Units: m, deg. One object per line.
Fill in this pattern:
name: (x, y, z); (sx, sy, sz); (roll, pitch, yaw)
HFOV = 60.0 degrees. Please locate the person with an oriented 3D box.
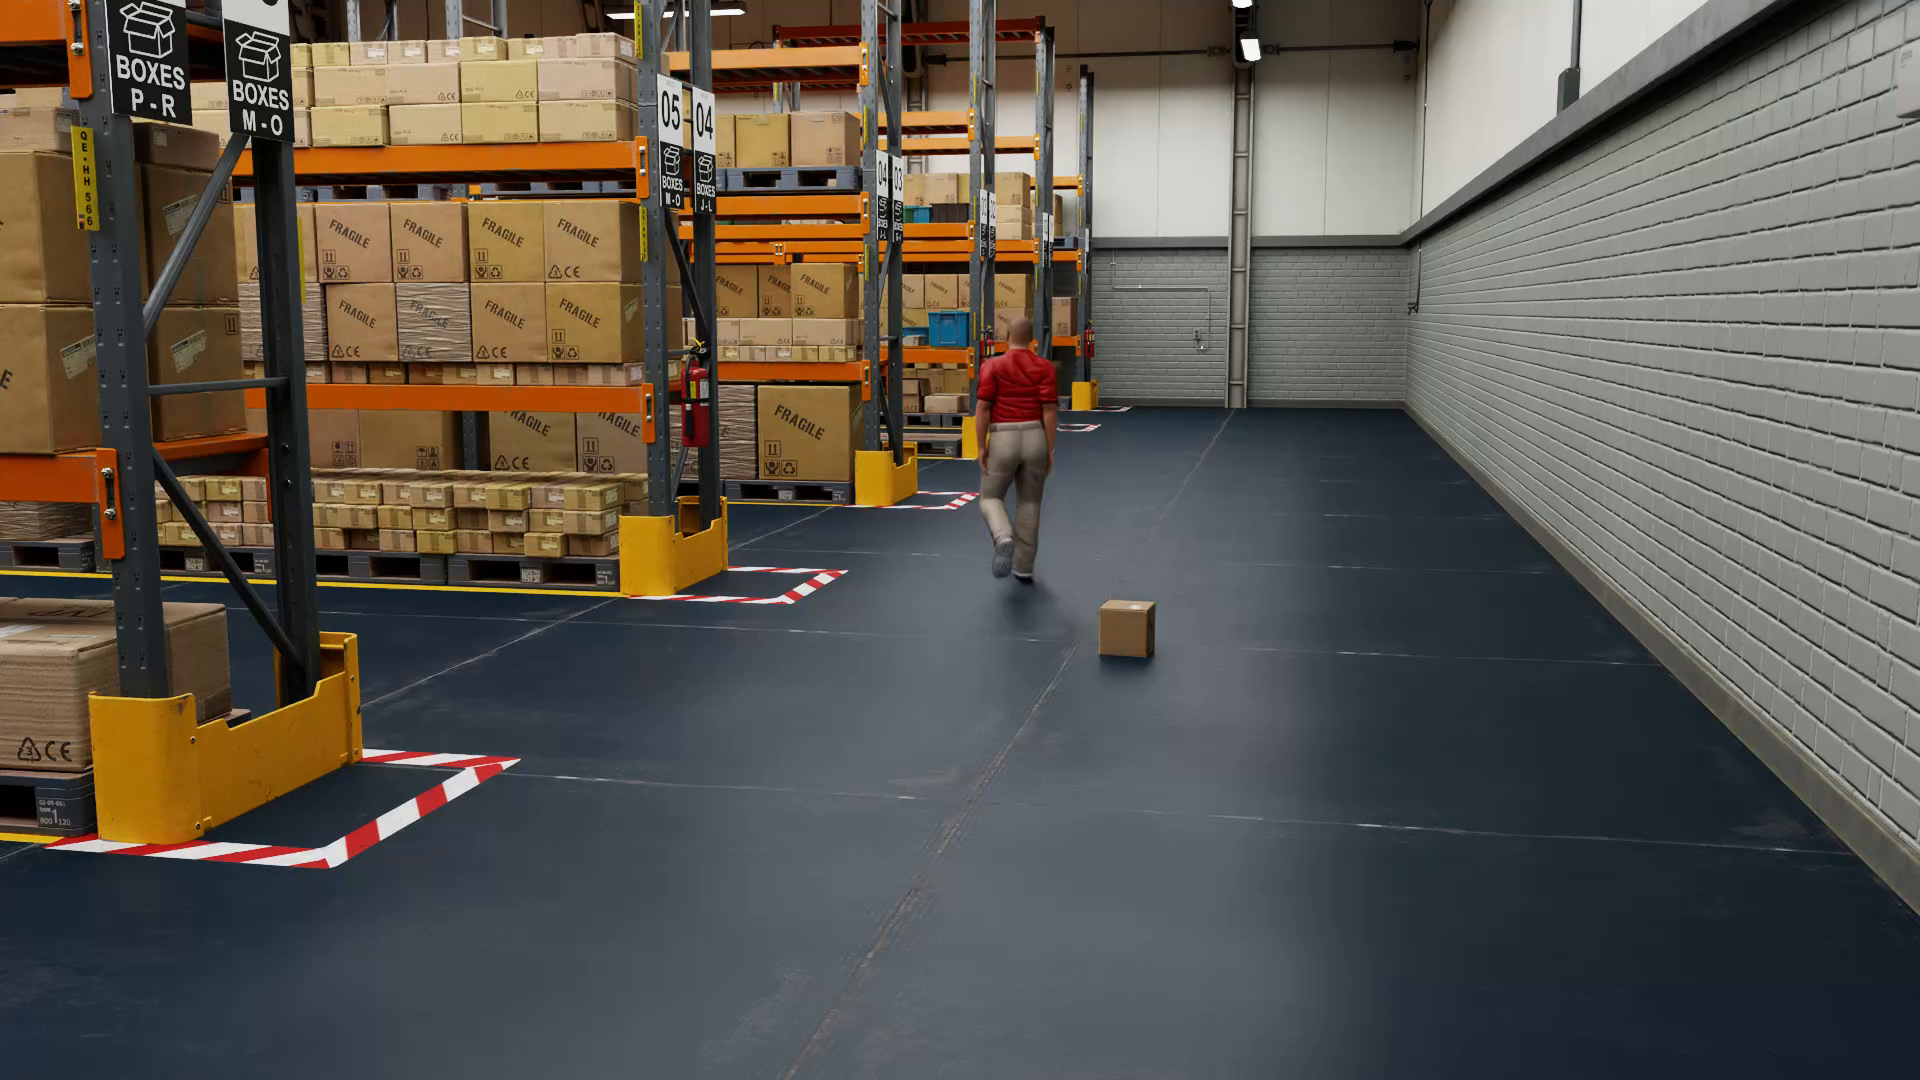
person: (0.363, -0.589, 10.808); (0.535, 1.711, 0.606); (-1, 8, -7)
